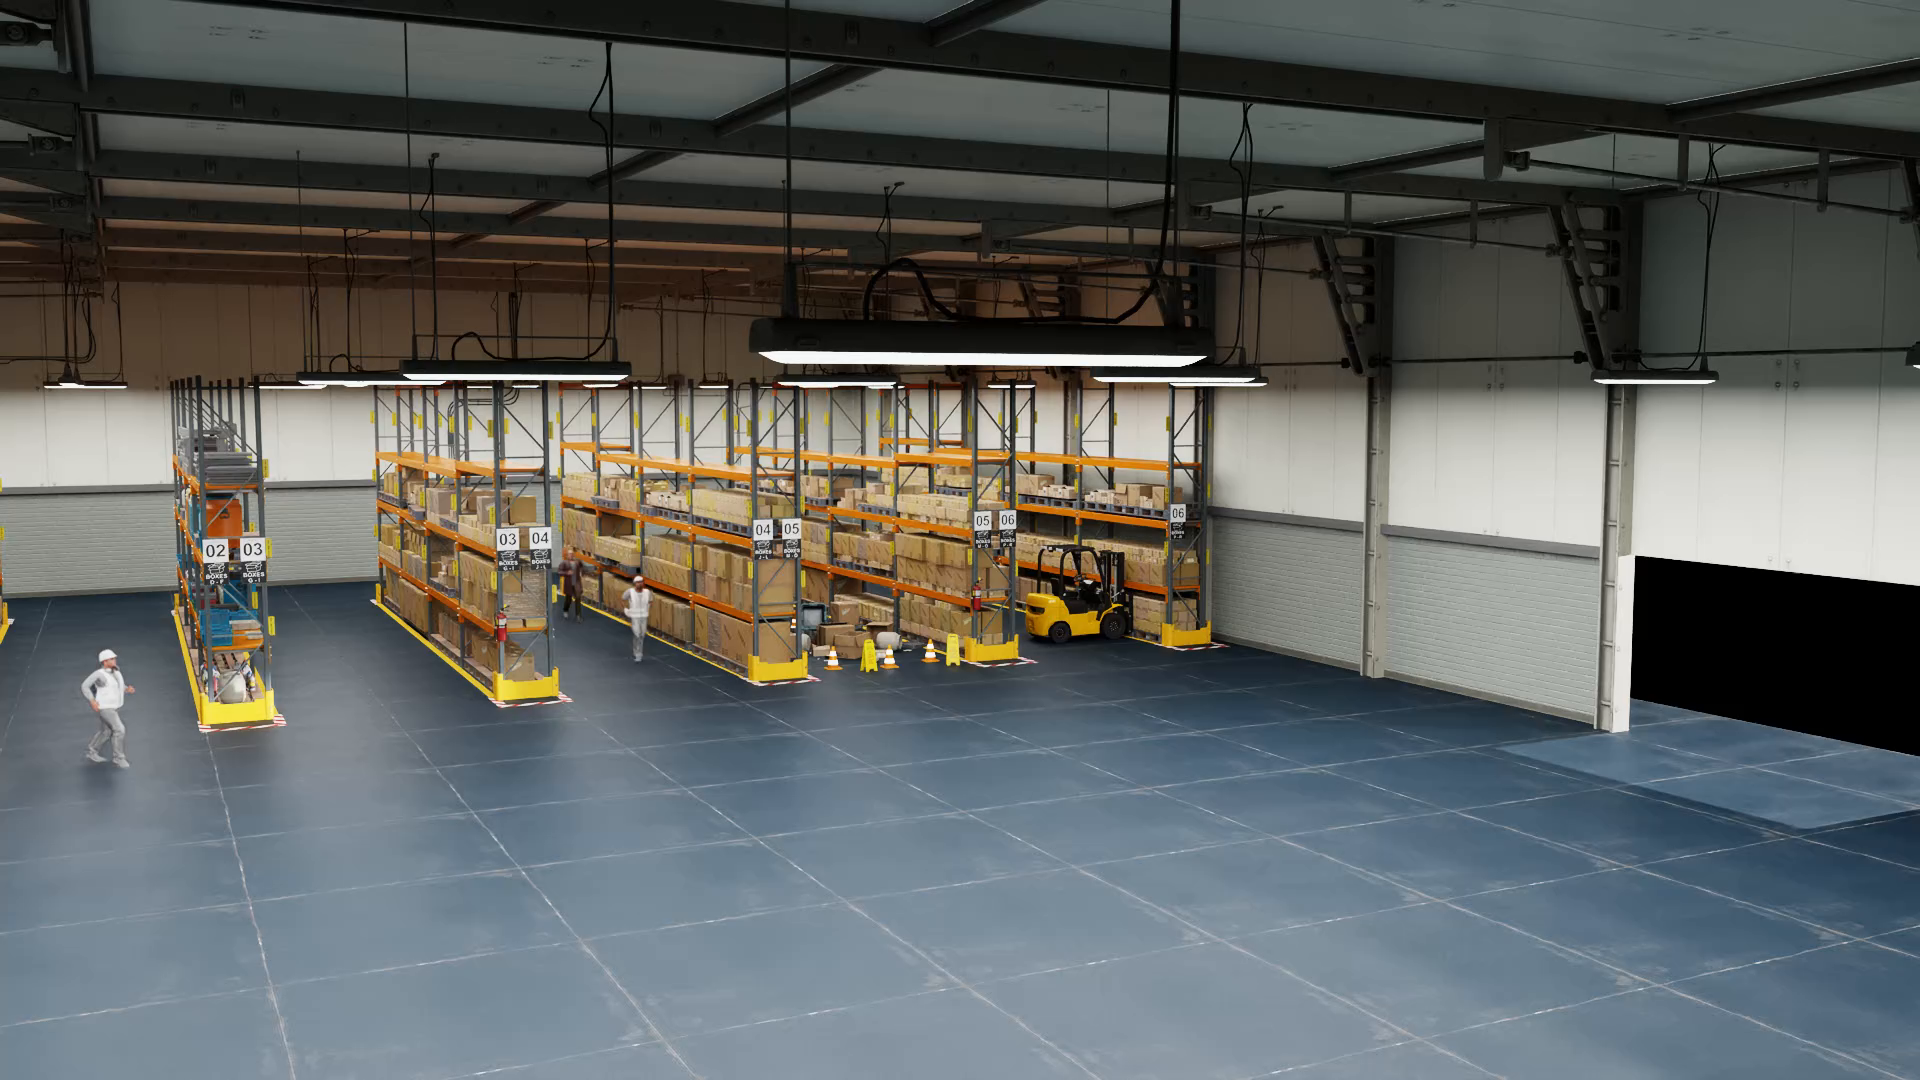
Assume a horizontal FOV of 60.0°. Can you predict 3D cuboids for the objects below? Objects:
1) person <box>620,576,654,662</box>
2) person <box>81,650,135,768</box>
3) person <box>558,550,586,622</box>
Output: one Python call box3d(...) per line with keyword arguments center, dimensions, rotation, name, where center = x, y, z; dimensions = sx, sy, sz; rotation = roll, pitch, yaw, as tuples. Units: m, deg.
box3d(center=(-6.867, 1.686, 35.545), dimensions=(0.667, 1.845, 0.696), rotation=(-3, 6, -31), name="person")
box3d(center=(-13.040, 2.582, 25.452), dimensions=(0.793, 1.823, 0.644), rotation=(0, 5, 0), name="person")
box3d(center=(-9.674, 1.143, 41.557), dimensions=(0.731, 1.717, 1.115), rotation=(-2, 6, -24), name="person")
